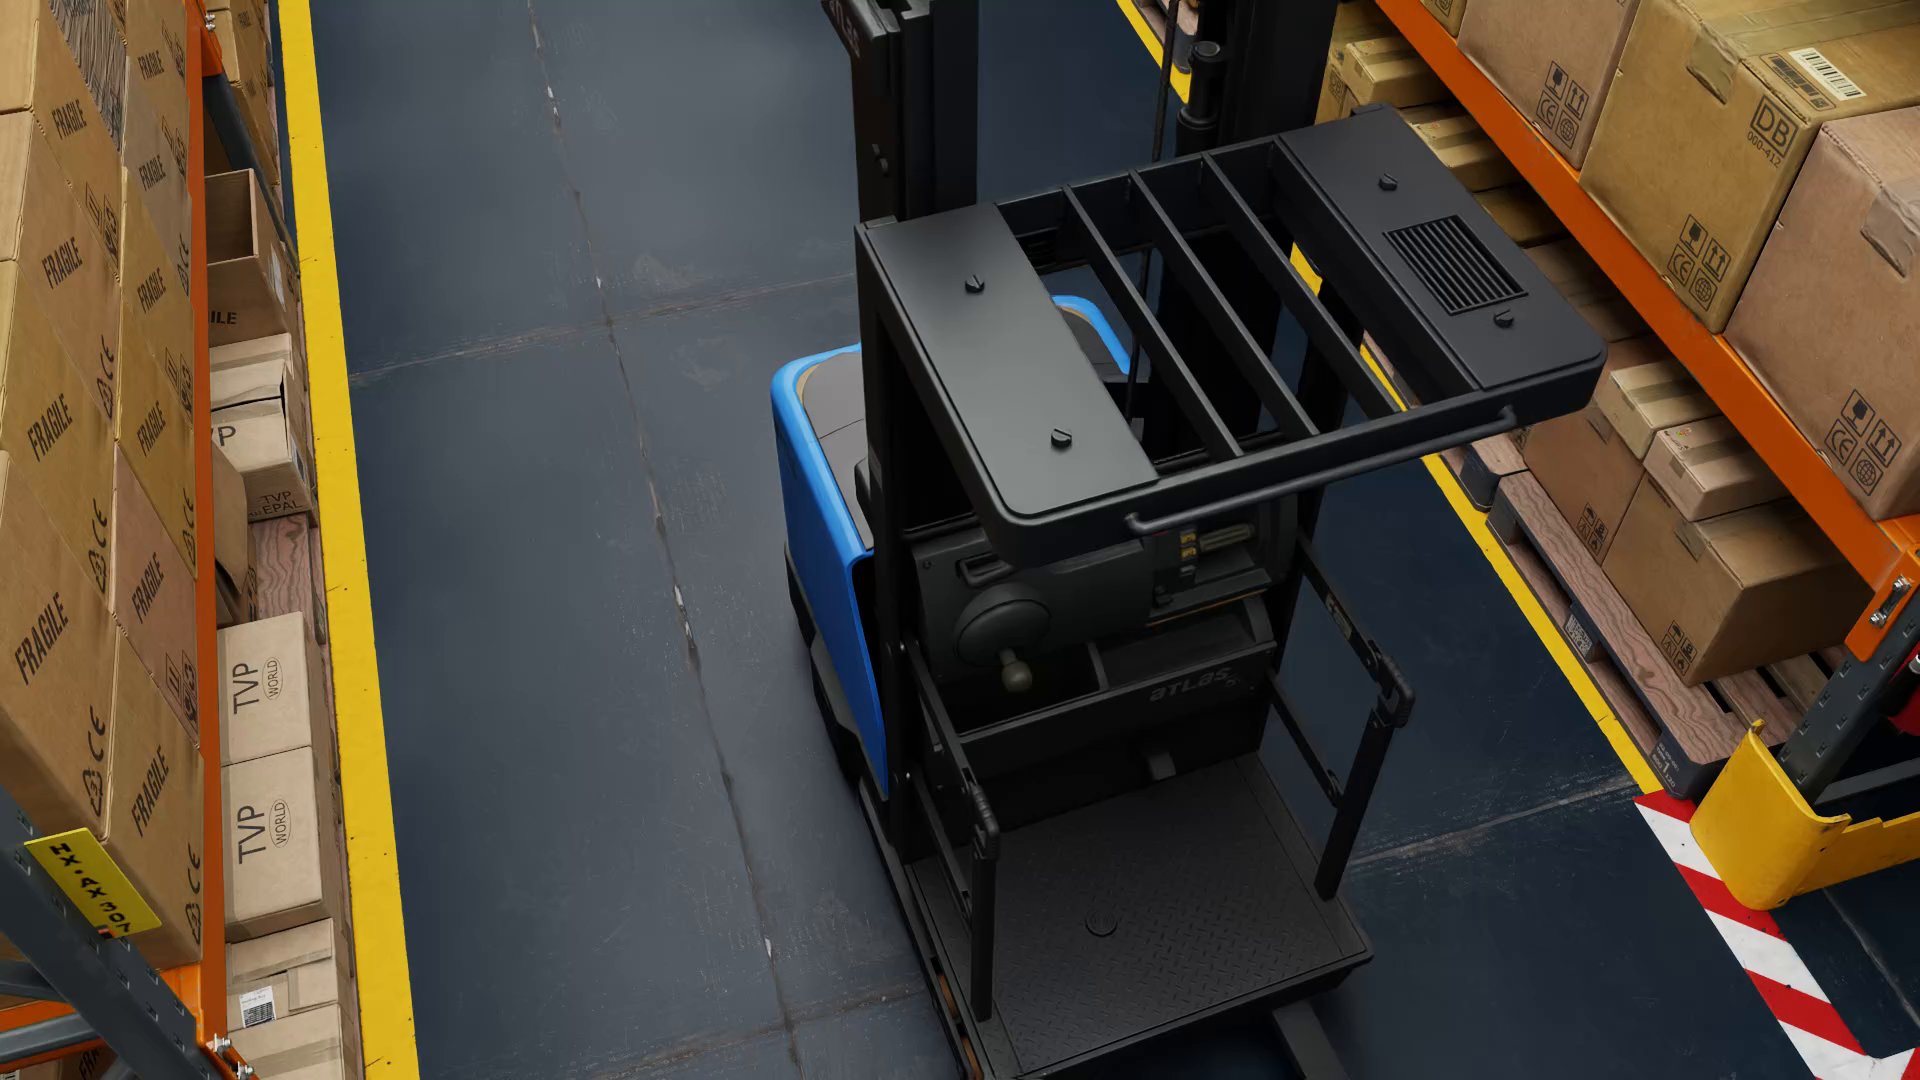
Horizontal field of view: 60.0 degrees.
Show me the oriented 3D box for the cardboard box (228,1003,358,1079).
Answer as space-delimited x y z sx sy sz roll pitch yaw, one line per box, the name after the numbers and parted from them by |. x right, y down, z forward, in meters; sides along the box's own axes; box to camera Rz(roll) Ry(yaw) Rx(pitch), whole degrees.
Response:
-1.741 1.367 4.213 0.380 0.149 0.250 -13 51 -11 | cardboard box

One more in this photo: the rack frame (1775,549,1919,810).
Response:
2.786 -0.150 3.914 1.000 3.000 0.127 -13 51 -11 | rack frame

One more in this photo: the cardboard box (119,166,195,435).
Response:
-2.274 -0.551 4.187 0.500 0.500 0.500 -13 51 -10 | cardboard box

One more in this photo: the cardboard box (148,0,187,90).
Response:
-2.735 -1.673 5.133 0.500 0.500 0.500 -13 51 -10 | cardboard box

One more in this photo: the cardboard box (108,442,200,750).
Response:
-1.982 0.182 3.570 0.500 0.500 0.500 -14 51 -11 | cardboard box

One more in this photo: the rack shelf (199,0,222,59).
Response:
-3.719 -3.177 6.937 1.077 0.370 4.000 -13 51 -11 | rack shelf

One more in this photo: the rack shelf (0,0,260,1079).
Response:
-2.536 -0.256 4.474 1.077 0.370 4.000 -13 51 -11 | rack shelf

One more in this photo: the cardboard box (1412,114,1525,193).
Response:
1.808 -1.368 5.877 0.380 0.149 0.250 -15 51 -12 | cardboard box

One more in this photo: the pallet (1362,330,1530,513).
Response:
2.118 -0.706 6.208 1.003 0.211 1.213 -13 51 -11 | pallet

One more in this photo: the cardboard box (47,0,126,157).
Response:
-2.428 -1.250 4.123 0.500 0.500 0.500 -13 51 -11 | cardboard box

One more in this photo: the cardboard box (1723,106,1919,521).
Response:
2.626 -0.616 4.112 0.980 0.700 0.700 -11 51 -9 | cardboard box

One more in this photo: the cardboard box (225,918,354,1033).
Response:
-1.814 1.179 4.360 0.380 0.166 0.250 -13 51 -11 | cardboard box

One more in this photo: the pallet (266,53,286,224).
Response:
-3.405 -1.635 6.990 1.003 0.211 1.213 -13 51 -11 | pallet

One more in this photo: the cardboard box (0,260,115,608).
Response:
-1.986 -0.145 3.191 0.500 0.500 0.500 -13 51 -11 | cardboard box

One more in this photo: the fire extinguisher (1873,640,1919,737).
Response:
2.390 0.210 3.905 0.296 0.674 0.183 -13 51 -11 | fire extinguisher

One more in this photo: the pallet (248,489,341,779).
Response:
-2.561 0.345 5.321 1.003 0.211 1.213 -13 51 -11 | pallet

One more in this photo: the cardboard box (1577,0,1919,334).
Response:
2.400 -1.145 4.557 0.980 0.700 0.700 -14 51 -11 | cardboard box

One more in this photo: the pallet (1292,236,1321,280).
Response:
1.753 -1.599 6.960 1.003 0.211 1.213 -13 51 -11 | pallet

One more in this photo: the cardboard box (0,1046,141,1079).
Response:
-2.341 1.296 4.043 0.500 0.500 0.500 -13 51 -11 | cardboard box

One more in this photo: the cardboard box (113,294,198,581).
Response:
-2.128 -0.186 3.879 0.500 0.500 0.500 -13 51 -11 | cardboard box

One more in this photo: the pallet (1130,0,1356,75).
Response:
1.303 -2.719 7.904 1.003 0.211 1.213 -13 51 -11 | pallet

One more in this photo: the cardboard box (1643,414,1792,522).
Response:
2.271 -0.229 4.918 0.380 0.149 0.250 -14 51 -11 | cardboard box

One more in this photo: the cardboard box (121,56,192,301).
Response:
-2.427 -0.922 4.500 0.500 0.500 0.500 -12 51 -10 | cardboard box

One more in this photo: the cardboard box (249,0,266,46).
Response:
-3.347 -2.446 7.198 0.500 0.500 0.500 -13 51 -11 | cardboard box

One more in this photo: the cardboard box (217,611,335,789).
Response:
-2.131 0.526 4.855 0.500 0.250 0.500 -13 51 -11 | cardboard box

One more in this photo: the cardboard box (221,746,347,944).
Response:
-1.983 0.891 4.547 0.500 0.250 0.500 -13 51 -11 | cardboard box

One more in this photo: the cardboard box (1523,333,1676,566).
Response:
2.335 -0.333 5.429 0.700 0.500 0.500 -13 51 -11 | cardboard box

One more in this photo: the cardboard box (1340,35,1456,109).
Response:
1.653 -1.749 6.199 0.380 0.149 0.250 -12 51 -10 | cardboard box

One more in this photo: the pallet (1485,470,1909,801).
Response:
2.475 0.183 5.458 1.003 0.211 1.213 -13 51 -11 | pallet

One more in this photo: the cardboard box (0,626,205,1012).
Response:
-1.824 0.557 3.253 0.500 0.500 0.500 -12 51 -10 | cardboard box

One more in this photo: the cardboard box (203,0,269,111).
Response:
-3.207 -2.080 6.889 0.500 0.500 0.500 -13 51 -10 | cardboard box

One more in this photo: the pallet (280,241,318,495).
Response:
-2.926 -0.548 6.074 1.003 0.211 1.213 -13 51 -11 | pallet

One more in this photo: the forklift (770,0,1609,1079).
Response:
0.424 0.175 3.686 1.130 2.935 3.031 -16 52 -13 | forklift

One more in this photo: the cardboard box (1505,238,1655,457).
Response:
2.186 -0.700 5.739 0.700 0.500 0.500 -15 51 -12 | cardboard box

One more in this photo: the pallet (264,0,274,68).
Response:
-3.769 -2.528 7.743 1.003 0.211 1.213 -13 51 -11 | pallet

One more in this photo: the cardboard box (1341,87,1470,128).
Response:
1.872 -1.464 6.382 0.700 0.500 0.500 -14 51 -11 | cardboard box

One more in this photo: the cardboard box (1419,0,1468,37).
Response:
1.959 -2.233 5.475 0.980 0.700 0.700 -14 51 -12 | cardboard box

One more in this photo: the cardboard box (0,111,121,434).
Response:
-2.129 -0.512 3.500 0.500 0.500 0.500 -13 51 -10 | cardboard box

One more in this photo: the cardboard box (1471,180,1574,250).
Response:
2.021 -1.088 6.066 0.700 0.500 0.500 -12 51 -10 | cardboard box

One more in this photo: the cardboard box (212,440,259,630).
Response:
-2.567 0.086 5.061 0.797 0.503 0.637 -13 51 -11 | cardboard box

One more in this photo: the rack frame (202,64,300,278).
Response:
-3.128 -1.948 5.431 1.000 3.000 0.127 -13 51 -11 | rack frame

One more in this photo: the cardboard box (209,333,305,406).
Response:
-2.520 -0.559 5.836 0.380 0.149 0.250 -13 51 -11 | cardboard box

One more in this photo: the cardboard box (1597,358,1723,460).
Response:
2.195 -0.416 5.075 0.380 0.149 0.250 -12 51 -10 | cardboard box

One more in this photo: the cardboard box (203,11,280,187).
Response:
-3.038 -1.693 6.562 0.500 0.500 0.500 -15 52 -13 | cardboard box

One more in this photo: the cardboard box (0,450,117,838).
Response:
-1.824 0.235 2.871 0.500 0.500 0.500 -12 51 -10 | cardboard box

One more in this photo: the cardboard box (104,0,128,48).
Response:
-2.577 -1.618 4.433 0.500 0.500 0.500 -14 51 -12 | cardboard box

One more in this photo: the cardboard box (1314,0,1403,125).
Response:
1.726 -1.831 6.692 0.700 0.500 0.500 -13 51 -11 | cardboard box

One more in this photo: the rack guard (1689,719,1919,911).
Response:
2.793 0.674 4.855 1.175 0.500 0.348 -13 51 -11 | rack guard

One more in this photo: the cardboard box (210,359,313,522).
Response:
-2.467 -0.324 5.532 0.500 0.311 0.500 -13 51 -11 | cardboard box

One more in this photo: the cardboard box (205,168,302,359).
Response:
-2.688 -0.932 5.921 0.500 0.500 0.500 -13 51 -11 | cardboard box

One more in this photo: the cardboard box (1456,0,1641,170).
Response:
2.183 -1.704 5.029 0.980 0.700 0.700 -16 52 -13 | cardboard box

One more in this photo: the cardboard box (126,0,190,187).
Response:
-2.581 -1.297 4.816 0.500 0.500 0.500 -12 51 -10 | cardboard box

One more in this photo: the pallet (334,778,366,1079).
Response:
-2.204 1.235 4.571 1.003 0.211 1.213 -13 51 -11 | pallet

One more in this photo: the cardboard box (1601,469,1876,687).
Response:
2.483 0.032 5.121 0.700 0.500 0.500 -13 51 -11 | cardboard box

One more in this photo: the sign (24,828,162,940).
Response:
-1.427 0.571 2.740 0.100 0.325 0.005 -13 51 -11 | sign

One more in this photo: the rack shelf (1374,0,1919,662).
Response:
2.195 -1.378 5.421 1.077 0.370 4.000 -13 51 -11 | rack shelf

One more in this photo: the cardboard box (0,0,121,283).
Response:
-2.280 -0.882 3.813 0.500 0.500 0.500 -14 51 -11 | cardboard box

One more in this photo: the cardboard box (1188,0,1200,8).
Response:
1.287 -2.959 7.414 0.750 0.750 0.750 -13 51 -11 | cardboard box
